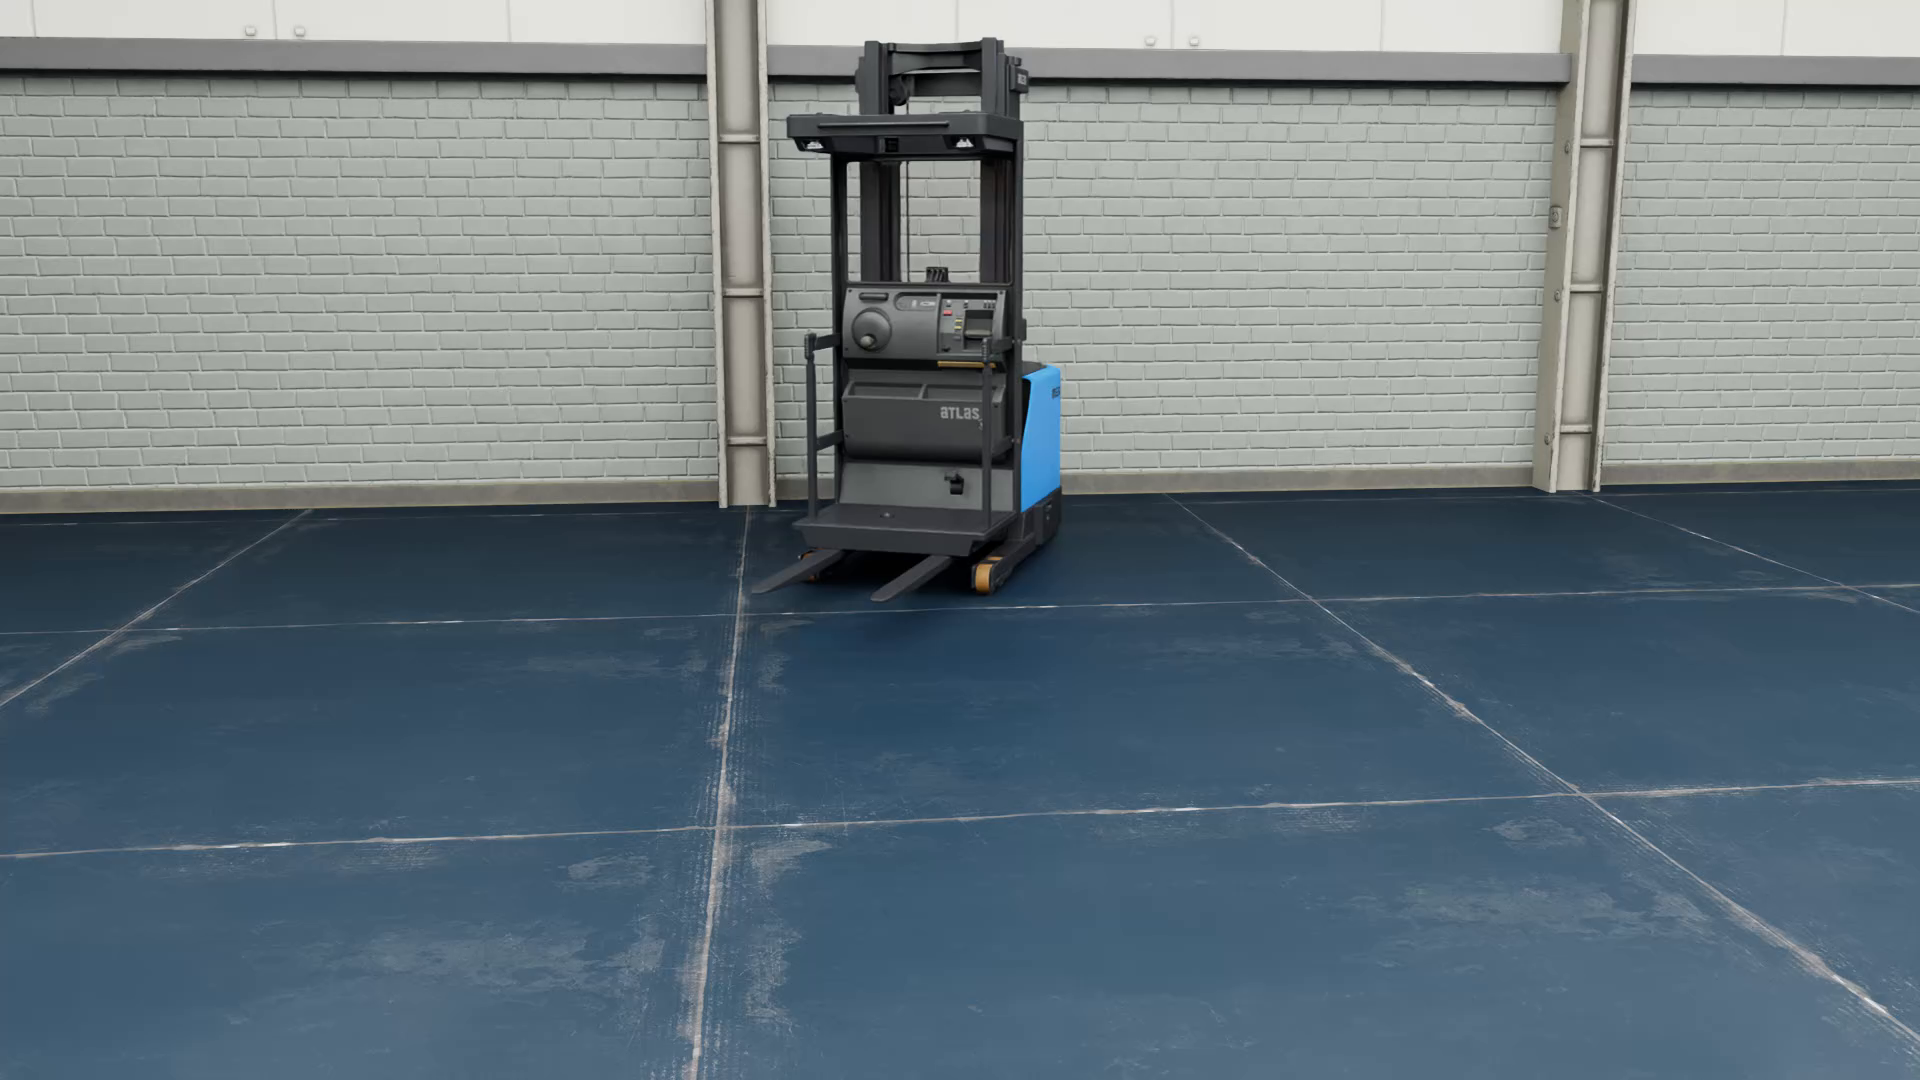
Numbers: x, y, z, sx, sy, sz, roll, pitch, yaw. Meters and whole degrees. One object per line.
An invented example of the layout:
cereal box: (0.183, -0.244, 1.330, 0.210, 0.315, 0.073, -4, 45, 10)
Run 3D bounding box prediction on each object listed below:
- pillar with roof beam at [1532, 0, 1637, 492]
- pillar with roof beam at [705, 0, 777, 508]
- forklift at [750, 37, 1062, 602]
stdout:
pillar with roof beam: (4.944, -3.972, 7.242, 0.400, 9.000, 9.100, -1, 11, -6)
pillar with roof beam: (-1.021, -3.847, 6.606, 0.400, 9.000, 9.100, -1, 11, -6)
forklift: (-0.260, -1.234, 9.047, 1.130, 2.935, 3.031, 3, 12, 16)
